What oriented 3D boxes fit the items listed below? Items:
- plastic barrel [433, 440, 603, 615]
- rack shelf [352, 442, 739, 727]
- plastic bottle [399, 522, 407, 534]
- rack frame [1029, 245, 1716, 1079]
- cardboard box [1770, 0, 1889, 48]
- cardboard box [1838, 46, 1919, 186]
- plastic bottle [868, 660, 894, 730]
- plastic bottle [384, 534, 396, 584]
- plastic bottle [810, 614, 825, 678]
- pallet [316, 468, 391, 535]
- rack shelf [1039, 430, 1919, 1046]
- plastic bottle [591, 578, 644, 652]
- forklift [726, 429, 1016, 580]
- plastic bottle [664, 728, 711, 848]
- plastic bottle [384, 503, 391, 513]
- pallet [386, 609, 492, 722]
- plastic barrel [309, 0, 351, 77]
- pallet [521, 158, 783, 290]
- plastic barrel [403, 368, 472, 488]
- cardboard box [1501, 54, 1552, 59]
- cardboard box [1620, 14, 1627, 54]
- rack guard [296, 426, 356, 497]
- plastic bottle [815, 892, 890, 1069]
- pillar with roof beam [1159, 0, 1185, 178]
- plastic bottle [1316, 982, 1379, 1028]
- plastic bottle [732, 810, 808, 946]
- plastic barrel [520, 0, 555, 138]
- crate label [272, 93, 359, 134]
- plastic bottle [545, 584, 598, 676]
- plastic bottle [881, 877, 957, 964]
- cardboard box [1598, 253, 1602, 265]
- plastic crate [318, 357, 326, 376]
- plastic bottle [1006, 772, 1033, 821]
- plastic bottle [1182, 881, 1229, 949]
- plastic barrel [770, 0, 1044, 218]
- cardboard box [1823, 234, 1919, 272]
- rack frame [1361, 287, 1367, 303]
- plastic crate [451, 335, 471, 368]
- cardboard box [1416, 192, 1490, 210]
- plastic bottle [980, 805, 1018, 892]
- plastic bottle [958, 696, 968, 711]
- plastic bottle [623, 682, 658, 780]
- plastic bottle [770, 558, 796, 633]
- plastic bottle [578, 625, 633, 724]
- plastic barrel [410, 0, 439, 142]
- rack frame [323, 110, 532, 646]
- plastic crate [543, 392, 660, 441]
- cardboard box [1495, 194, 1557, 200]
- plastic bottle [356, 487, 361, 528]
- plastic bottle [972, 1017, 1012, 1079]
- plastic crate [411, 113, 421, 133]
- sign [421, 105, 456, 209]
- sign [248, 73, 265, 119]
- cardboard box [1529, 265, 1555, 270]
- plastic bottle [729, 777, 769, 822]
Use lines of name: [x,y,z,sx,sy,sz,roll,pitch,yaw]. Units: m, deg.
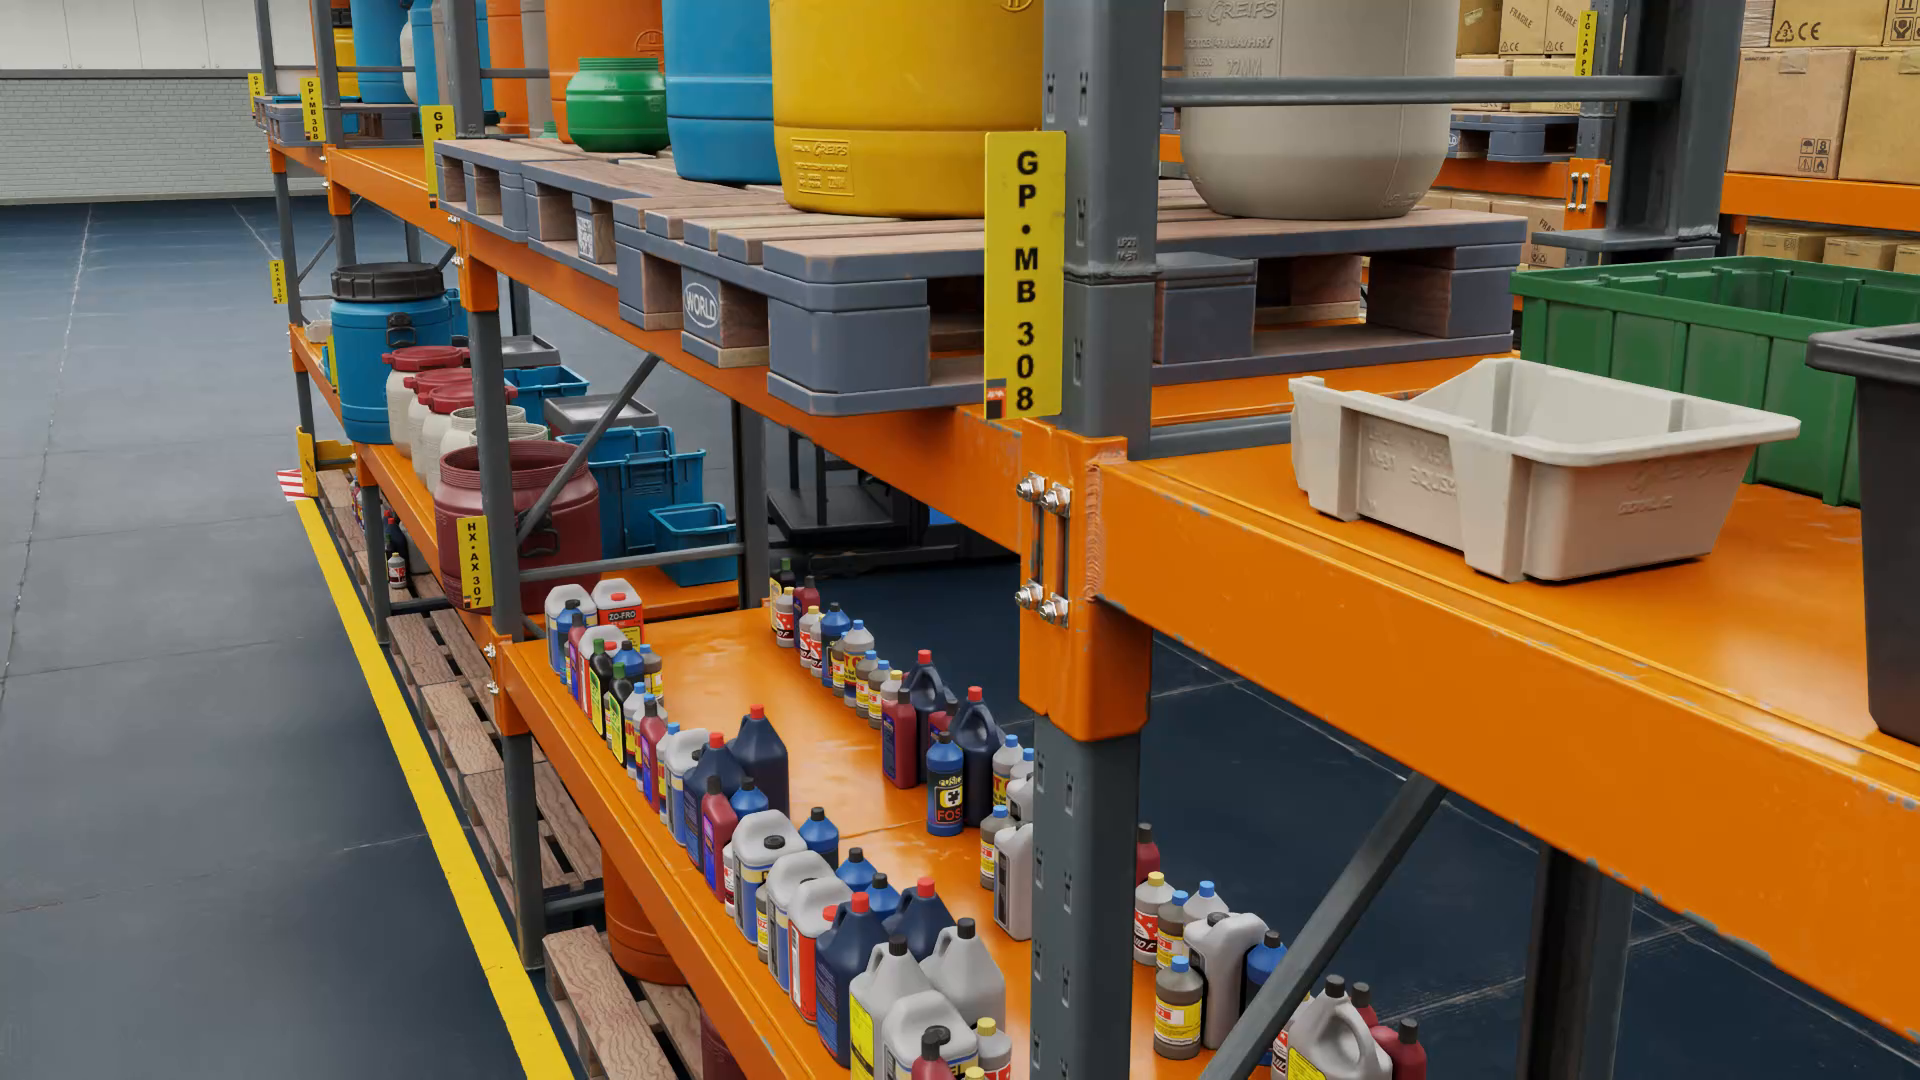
plastic barrel: [-1.659,-0.055,6.259,0.600,0.536,0.708,-8,18,-25]
rack shelf: [-2.059,-0.062,7.832,1.077,0.370,4.000,-8,18,-25]
plastic bottle: [-3.439,-0.002,10.461,0.152,0.276,0.135,-8,18,-25]
rack frame: [0.569,1.080,2.549,1.000,3.000,0.127,-8,18,-25]
cardboard box: [3.680,-2.244,6.702,0.500,0.500,0.500,-8,18,-25]
cardboard box: [3.944,-1.640,6.407,0.910,0.500,0.500,-8,18,-25]
plastic bottle: [-0.231,0.465,5.051,0.097,0.201,0.097,0,16,0]
plastic bottle: [-3.443,0.111,10.052,0.061,0.283,0.133,-7,17,-22]
plastic bottle: [-0.445,0.345,5.471,0.097,0.201,0.097,0,16,0]
pallet: [-4.261,-0.340,12.552,1.003,0.211,1.213,-8,18,-25]
rack shelf: [1.445,0.480,0.506,1.077,0.370,4.000,-8,18,-25]
plastic bottle: [-1.147,0.276,5.576,0.152,0.276,0.135,-8,18,-25]
forklift: [-0.776,-1.312,11.008,3.031,2.935,1.130,-4,17,-15]
plastic bottle: [-0.677,0.638,4.314,0.152,0.276,0.135,-8,18,-25]
plastic bottle: [-3.770,-0.099,10.798,0.152,0.276,0.135,-7,18,-24]
pallet: [-2.557,0.627,9.183,1.003,0.211,1.213,-8,18,-25]
plastic barrel: [-4.361,-3.640,12.020,0.600,0.830,0.708,-8,18,-25]
pallet: [-0.362,-0.734,3.776,1.003,0.211,1.213,-8,18,-25]
plastic barrel: [-2.392,-0.523,7.889,0.433,0.535,0.433,0,16,0]
cardboard box: [5.040,-3.955,14.440,0.500,0.500,0.500,-8,18,-27]
cardboard box: [5.507,-4.172,13.383,0.500,0.500,0.500,-9,18,-30]
rack guard: [-4.612,-0.681,13.216,1.175,0.500,0.348,-8,18,-25]
plastic bottle: [-0.209,0.870,3.372,0.144,0.351,0.185,-8,18,-25]
pillar with roof beam: [-1.196,-6.875,19.392,9.100,9.000,0.400,-8,18,-25]
plastic bottle: [0.734,0.961,3.176,0.061,0.283,0.133,-8,18,-25]
plastic bottle: [-0.436,0.775,3.838,0.152,0.276,0.135,-8,18,-25]
plastic barrel: [-1.348,-1.824,6.323,0.600,0.901,0.600,0,16,0]
crate label: [-4.165,-2.762,10.768,0.502,0.251,0.408,-8,18,-25]
plastic bottle: [-1.284,0.294,5.512,0.152,0.276,0.135,-8,18,-25]
plastic bottle: [-0.079,0.852,3.432,0.144,0.351,0.185,-8,18,-25]
cardboard box: [5.485,-2.478,13.826,0.500,0.500,0.500,-8,18,-25]
plastic crate: [-3.875,-1.149,10.794,0.530,0.136,0.437,-8,18,-25]
plastic bottle: [0.202,0.692,4.127,0.152,0.276,0.135,-8,18,-25]
plastic bottle: [0.522,0.858,3.555,0.097,0.271,0.097,0,16,0]
plastic barrel: [-0.013,-0.856,2.754,0.600,0.588,0.600,0,16,0]
cardboard box: [6.717,-1.931,12.063,0.700,0.500,0.500,-5,17,-17]
rack frame: [4.218,-3.093,17.089,1.000,3.000,0.127,-8,18,-25]
plastic crate: [-3.051,-1.019,9.976,0.767,0.338,0.504,-8,18,-25]
cardboard box: [4.585,-2.983,15.584,0.500,0.500,0.500,-8,18,-27]
plastic bottle: [0.098,0.747,4.068,0.097,0.201,0.097,0,16,0]
plastic bottle: [0.018,0.555,4.588,0.061,0.283,0.133,-8,18,-25]
plastic bottle: [-0.896,0.534,4.686,0.097,0.271,0.097,0,16,0]
plastic bottle: [-0.622,0.193,5.851,0.061,0.283,0.133,-8,18,-25]
plastic bottle: [-1.081,0.409,5.112,0.152,0.276,0.135,-8,18,-25]
plastic barrel: [-2.518,-2.486,8.630,0.600,0.901,0.708,-8,18,-25]
rack frame: [-2.936,-0.903,9.461,1.000,3.000,0.127,-8,18,-25]
plastic crate: [-1.616,-0.380,7.521,0.402,0.464,0.583,-8,18,-25]
cardboard box: [5.278,-2.921,15.367,0.500,0.500,0.500,-7,18,-24]
plastic bottle: [-4.024,-0.223,11.239,0.097,0.271,0.097,0,16,0]
plastic bottle: [0.050,1.007,3.165,0.097,0.201,0.097,0,16,0]
plastic crate: [-3.382,-2.668,10.555,0.336,0.188,0.450,-8,18,-25]
sign: [-1.675,-1.235,5.368,0.100,0.325,0.005,-8,18,-25]
sign: [-5.184,-3.276,12.274,0.100,0.325,0.005,-8,18,-25]
cardboard box: [5.279,-2.244,14.366,0.500,0.250,0.500,-8,18,-25]
plastic bottle: [-0.515,0.711,4.068,0.097,0.271,0.097,0,16,0]
